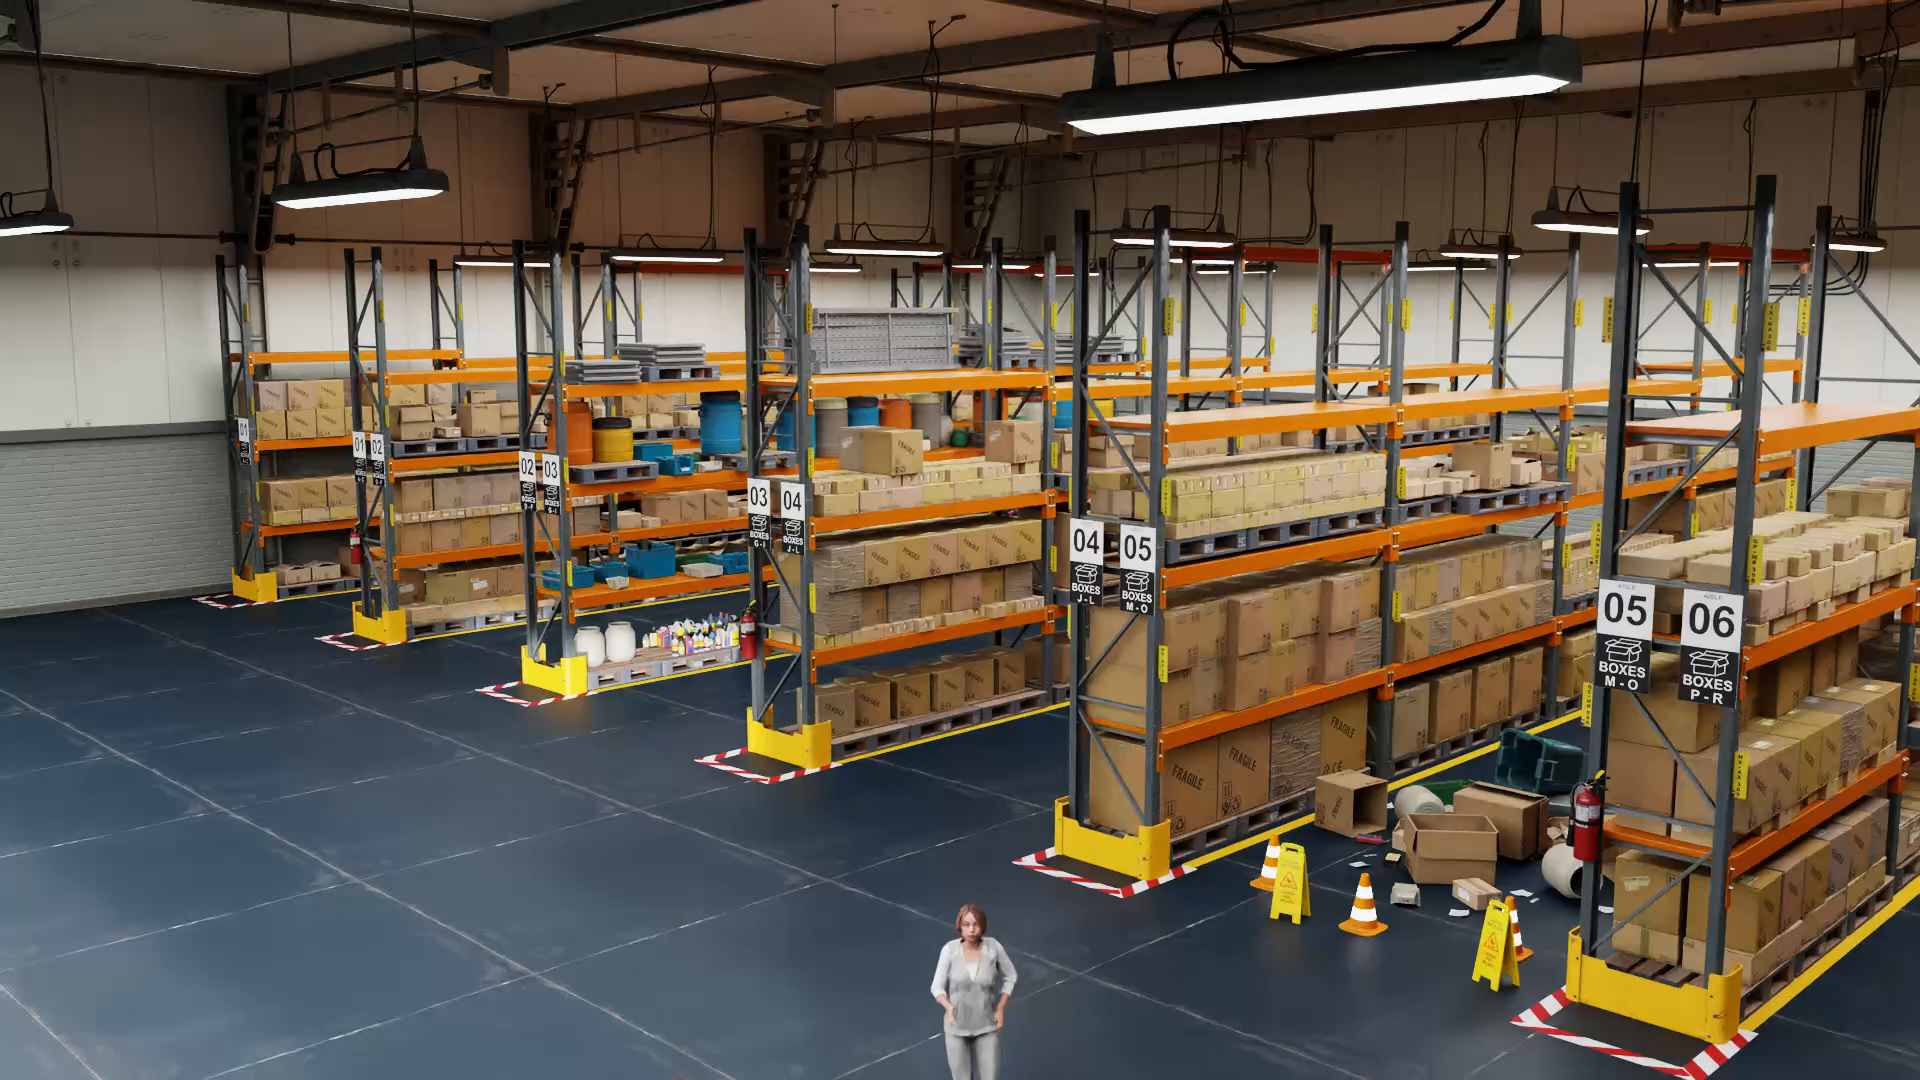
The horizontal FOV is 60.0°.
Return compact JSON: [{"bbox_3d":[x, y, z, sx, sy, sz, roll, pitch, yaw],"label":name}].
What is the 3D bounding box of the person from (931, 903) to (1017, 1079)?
[{"bbox_3d":[0.083,2.979,10.074,0.526,1.556,0.536,0,8,1],"label":"person"}]
